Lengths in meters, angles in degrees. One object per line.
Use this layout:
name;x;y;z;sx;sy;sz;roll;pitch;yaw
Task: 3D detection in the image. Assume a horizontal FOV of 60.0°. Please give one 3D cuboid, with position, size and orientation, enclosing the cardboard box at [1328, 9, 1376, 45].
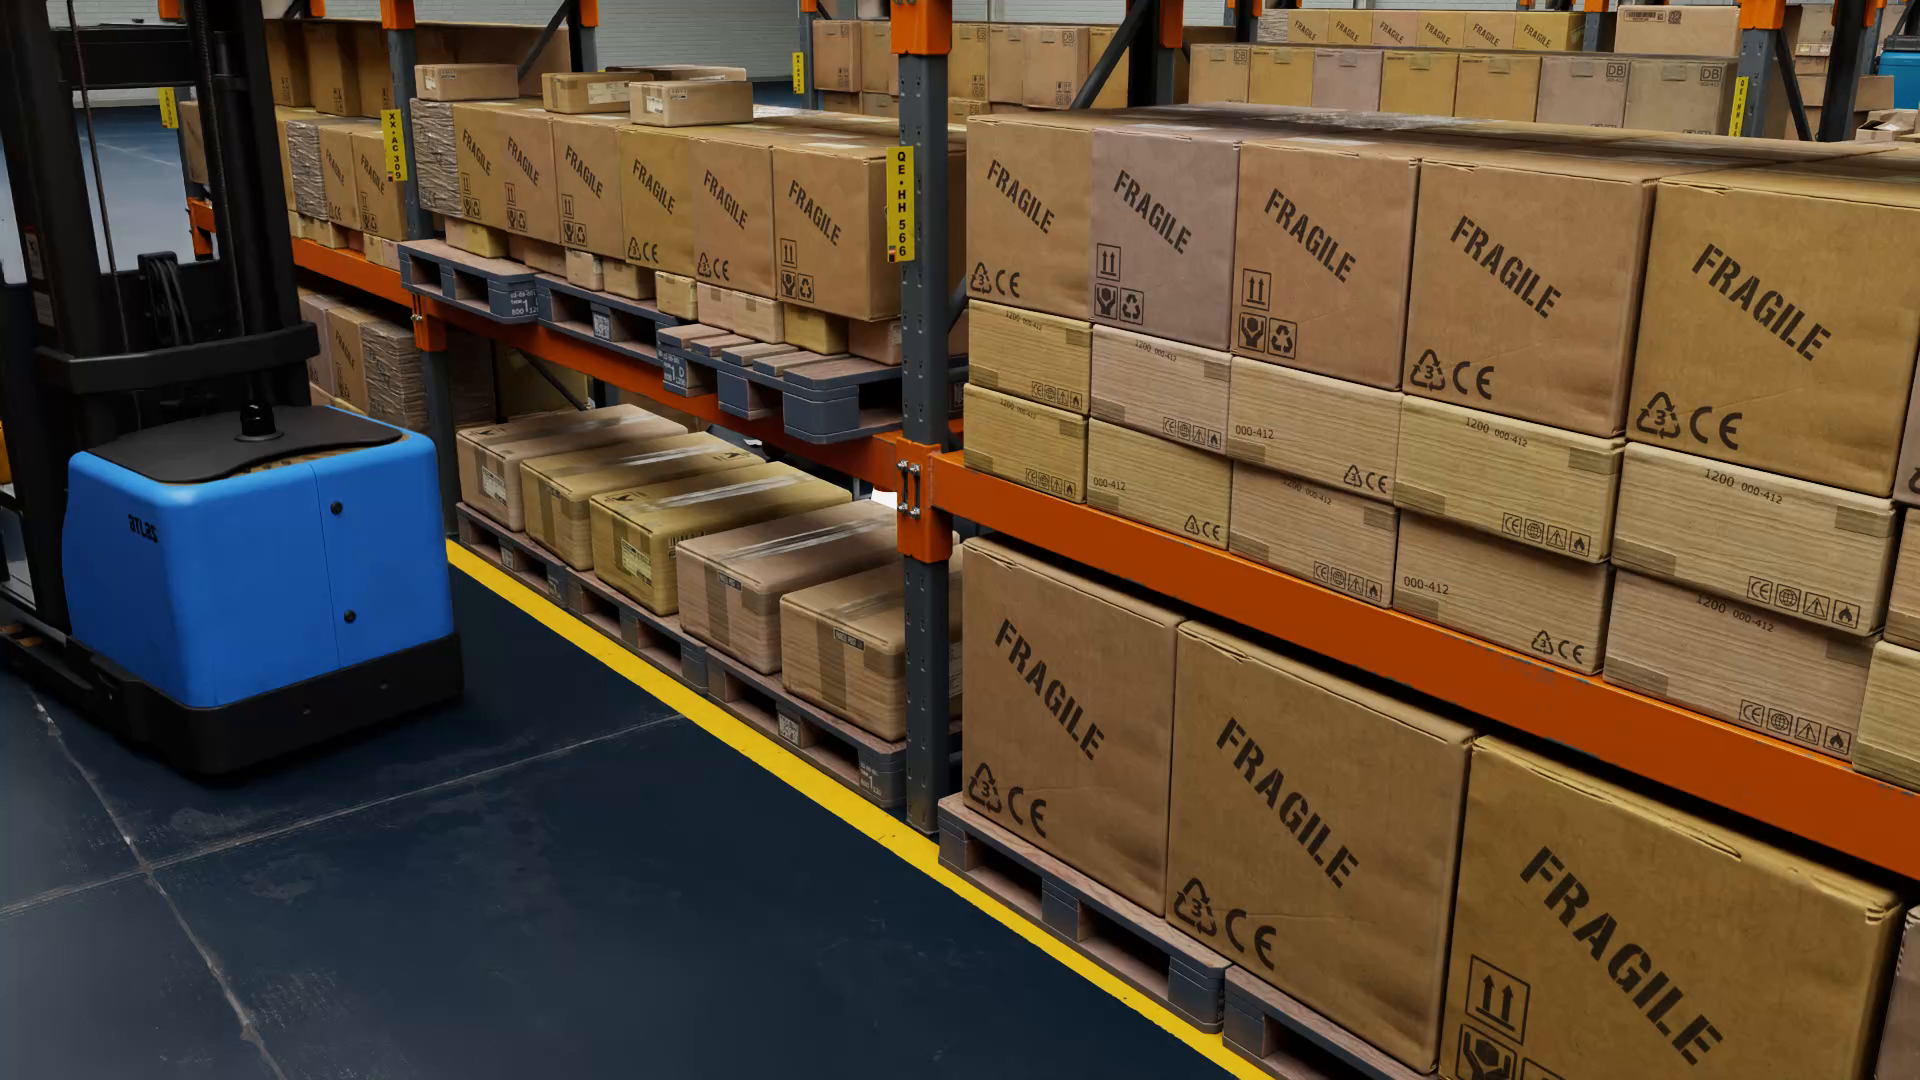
cardboard box;3.797;-4.696;15.549;0.500;0.500;0.500;-14;23;-36

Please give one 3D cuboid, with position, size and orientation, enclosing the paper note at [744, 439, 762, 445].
paper note;-1.224;-0.603;10.135;0.148;0.019;0.142;-14;23;-36

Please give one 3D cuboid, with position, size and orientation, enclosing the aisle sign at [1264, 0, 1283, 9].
aisle sign;3.249;-5.777;16.901;0.394;0.787;0.004;-14;23;-36

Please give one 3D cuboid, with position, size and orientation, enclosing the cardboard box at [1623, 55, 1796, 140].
cardboard box;3.798;-2.189;8.452;0.700;0.500;0.500;-14;23;-36

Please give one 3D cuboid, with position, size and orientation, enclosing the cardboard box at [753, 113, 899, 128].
cardboard box;-0.511;-1.364;6.410;0.500;0.500;0.500;-14;23;-35

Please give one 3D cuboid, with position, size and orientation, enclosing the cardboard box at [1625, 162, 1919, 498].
cardboard box;1.634;-0.416;3.096;0.500;0.500;0.500;-13;22;-34

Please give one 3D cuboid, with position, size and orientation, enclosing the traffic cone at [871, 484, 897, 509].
traffic cone;-0.365;-0.312;8.570;0.336;0.463;0.334;-14;23;-36

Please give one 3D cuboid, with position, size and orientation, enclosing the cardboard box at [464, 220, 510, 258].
cardboard box;-1.989;-1.368;7.453;0.380;0.149;0.250;-13;23;-35

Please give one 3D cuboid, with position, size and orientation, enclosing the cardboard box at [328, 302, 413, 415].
cardboard box;-3.127;-1.017;9.176;0.500;0.500;0.500;-13;23;-35

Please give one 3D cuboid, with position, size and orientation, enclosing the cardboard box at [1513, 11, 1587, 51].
cardboard box;5.041;-4.204;14.063;0.500;0.500;0.500;-14;23;-36

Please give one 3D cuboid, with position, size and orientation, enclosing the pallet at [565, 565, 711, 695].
pallet;-0.986;0.267;7.220;1.003;0.211;1.213;-14;23;-36

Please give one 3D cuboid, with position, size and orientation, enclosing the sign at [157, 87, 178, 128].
sign;-5.141;-2.840;10.789;0.100;0.325;0.005;-14;23;-36

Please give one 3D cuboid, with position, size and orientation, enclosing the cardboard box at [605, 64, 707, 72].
cardboard box;-1.330;-2.008;7.322;0.380;0.149;0.250;-15;23;-38

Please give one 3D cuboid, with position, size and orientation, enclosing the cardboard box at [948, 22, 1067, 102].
cardboard box;0.388;-3.623;12.576;0.875;0.550;0.500;-14;23;-36

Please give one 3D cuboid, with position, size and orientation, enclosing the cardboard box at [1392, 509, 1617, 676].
cardboard box;1.321;0.052;3.672;0.500;0.250;0.500;-14;23;-36

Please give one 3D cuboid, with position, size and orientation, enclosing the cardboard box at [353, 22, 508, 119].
cardboard box;-2.926;-2.622;9.287;0.700;0.500;0.500;-15;23;-37

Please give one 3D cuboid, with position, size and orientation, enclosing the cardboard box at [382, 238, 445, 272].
cardboard box;-2.671;-1.449;8.367;0.380;0.149;0.250;-14;23;-37

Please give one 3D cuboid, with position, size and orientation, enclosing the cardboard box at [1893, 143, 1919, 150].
cardboard box;4.373;-1.699;7.508;0.380;0.149;0.250;-15;23;-38

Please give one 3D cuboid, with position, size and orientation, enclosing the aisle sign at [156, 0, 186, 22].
aisle sign;-4.997;-3.723;10.700;0.394;0.787;0.004;-14;23;-36

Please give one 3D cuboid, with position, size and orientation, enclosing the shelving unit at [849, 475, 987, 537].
shelving unit;-0.042;-0.740;8.188;0.538;1.500;1.048;-14;24;-37

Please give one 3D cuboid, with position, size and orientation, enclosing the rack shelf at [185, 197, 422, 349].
rack shelf;-3.474;-1.700;9.870;1.077;0.370;4.000;-14;23;-36

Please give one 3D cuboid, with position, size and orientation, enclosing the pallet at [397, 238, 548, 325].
pallet;-1.872;-1.241;7.644;1.003;0.211;1.213;-14;23;-36

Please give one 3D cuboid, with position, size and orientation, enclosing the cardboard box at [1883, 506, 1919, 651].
cardboard box;1.954;0.073;2.813;0.500;0.250;0.500;-13;23;-35

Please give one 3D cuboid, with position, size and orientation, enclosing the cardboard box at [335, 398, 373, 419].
cardboard box;-3.148;-0.665;9.307;0.500;0.250;0.500;-15;23;-38

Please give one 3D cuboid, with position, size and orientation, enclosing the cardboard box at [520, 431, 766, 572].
cardboard box;-1.456;-0.196;7.694;0.950;0.372;0.625;-12;22;-33

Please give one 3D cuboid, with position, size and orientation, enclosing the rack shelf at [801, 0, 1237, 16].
rack shelf;0.344;-4.115;12.391;1.077;0.370;4.000;-14;23;-36

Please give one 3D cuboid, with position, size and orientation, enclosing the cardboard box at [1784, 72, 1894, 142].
cardboard box;6.685;-3.322;12.792;0.797;0.503;0.637;-11;21;-31

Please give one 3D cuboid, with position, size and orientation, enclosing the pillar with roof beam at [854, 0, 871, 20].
pillar with roof beam;-6.187;-16.765;44.678;9.100;9.000;0.400;-14;23;-36

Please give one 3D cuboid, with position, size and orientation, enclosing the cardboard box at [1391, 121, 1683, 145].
cardboard box;1.406;-0.761;4.138;0.500;0.500;0.500;-14;23;-36

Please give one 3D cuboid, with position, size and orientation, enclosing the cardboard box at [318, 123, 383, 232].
cardboard box;-3.028;-1.924;8.769;0.500;0.500;0.500;-13;22;-34

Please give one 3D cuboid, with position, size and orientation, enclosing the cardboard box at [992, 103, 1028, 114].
cardboard box;0.745;-2.987;12.372;0.875;0.550;0.550;-14;23;-36

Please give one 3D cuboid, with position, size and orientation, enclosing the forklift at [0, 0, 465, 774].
forklift;-3.342;-0.947;6.559;3.031;2.935;1.130;16;24;39

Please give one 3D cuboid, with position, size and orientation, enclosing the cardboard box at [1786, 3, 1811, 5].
cardboard box;11.133;-6.934;22.308;0.700;0.500;0.500;-14;23;-36

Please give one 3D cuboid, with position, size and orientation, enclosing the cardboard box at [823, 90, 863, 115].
cardboard box;-0.632;-3.514;13.965;0.875;0.550;0.550;-14;23;-36

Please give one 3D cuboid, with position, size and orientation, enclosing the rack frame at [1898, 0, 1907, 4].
rack frame;14.701;-7.369;25.845;1.000;3.000;0.127;-14;23;-36

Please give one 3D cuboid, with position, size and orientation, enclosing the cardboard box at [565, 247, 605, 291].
cardboard box;-1.349;-1.105;6.658;0.380;0.149;0.250;-13;22;-34

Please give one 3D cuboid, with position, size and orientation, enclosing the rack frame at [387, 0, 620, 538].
rack frame;-2.232;-1.549;8.268;1.000;3.000;0.127;-14;23;-36

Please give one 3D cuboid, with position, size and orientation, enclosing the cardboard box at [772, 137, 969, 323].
cardboard box;-0.249;-1.009;5.338;0.500;0.500;0.500;-15;23;-38

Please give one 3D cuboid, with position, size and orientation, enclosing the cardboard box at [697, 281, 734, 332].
cardboard box;-0.701;-0.847;5.881;0.380;0.149;0.250;-15;24;-39

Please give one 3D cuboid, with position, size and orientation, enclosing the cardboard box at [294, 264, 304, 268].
cardboard box;-4.416;-1.526;10.713;0.500;0.500;0.500;-15;23;-38

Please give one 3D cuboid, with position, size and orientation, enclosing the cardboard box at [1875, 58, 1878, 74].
cardboard box;12.064;-5.950;21.401;0.700;0.500;0.500;-13;22;-35

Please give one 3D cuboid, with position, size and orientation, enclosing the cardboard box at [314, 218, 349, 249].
cardboard box;-3.304;-1.699;9.122;0.380;0.149;0.250;-14;23;-37

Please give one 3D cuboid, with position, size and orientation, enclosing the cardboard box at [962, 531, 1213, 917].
cardboard box;0.615;0.432;4.997;0.875;0.875;0.875;-14;23;-37

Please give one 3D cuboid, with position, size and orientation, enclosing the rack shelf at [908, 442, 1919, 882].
rack shelf;1.493;0.271;3.917;1.077;0.370;4.000;-14;23;-36

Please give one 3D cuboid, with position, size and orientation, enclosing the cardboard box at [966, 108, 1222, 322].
cardboard box;0.366;-0.916;4.608;0.500;0.500;0.500;-15;23;-38

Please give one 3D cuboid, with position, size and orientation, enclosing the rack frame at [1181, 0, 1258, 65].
rack frame;1.585;-2.540;11.261;1.000;3.000;0.127;-14;23;-36

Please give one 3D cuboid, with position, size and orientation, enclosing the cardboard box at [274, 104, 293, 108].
cardboard box;-4.315;-2.425;10.283;0.500;0.500;0.500;-13;22;-34

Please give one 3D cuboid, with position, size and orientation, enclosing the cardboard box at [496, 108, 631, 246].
cardboard box;-1.558;-1.518;6.874;0.500;0.500;0.500;-14;23;-36

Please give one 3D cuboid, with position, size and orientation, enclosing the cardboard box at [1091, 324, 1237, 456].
cardboard box;0.692;-0.429;4.329;0.500;0.250;0.500;-13;23;-35

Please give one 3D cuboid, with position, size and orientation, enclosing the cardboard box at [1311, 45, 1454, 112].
cardboard box;2.533;-2.690;9.965;0.700;0.500;0.500;-14;23;-36

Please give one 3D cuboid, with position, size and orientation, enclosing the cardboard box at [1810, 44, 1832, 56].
cardboard box;11.370;-6.429;21.815;0.380;0.149;0.250;-14;23;-37

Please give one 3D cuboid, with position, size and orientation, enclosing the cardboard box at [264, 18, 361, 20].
cardboard box;-4.227;-3.115;10.774;0.700;0.500;0.500;-15;23;-37
